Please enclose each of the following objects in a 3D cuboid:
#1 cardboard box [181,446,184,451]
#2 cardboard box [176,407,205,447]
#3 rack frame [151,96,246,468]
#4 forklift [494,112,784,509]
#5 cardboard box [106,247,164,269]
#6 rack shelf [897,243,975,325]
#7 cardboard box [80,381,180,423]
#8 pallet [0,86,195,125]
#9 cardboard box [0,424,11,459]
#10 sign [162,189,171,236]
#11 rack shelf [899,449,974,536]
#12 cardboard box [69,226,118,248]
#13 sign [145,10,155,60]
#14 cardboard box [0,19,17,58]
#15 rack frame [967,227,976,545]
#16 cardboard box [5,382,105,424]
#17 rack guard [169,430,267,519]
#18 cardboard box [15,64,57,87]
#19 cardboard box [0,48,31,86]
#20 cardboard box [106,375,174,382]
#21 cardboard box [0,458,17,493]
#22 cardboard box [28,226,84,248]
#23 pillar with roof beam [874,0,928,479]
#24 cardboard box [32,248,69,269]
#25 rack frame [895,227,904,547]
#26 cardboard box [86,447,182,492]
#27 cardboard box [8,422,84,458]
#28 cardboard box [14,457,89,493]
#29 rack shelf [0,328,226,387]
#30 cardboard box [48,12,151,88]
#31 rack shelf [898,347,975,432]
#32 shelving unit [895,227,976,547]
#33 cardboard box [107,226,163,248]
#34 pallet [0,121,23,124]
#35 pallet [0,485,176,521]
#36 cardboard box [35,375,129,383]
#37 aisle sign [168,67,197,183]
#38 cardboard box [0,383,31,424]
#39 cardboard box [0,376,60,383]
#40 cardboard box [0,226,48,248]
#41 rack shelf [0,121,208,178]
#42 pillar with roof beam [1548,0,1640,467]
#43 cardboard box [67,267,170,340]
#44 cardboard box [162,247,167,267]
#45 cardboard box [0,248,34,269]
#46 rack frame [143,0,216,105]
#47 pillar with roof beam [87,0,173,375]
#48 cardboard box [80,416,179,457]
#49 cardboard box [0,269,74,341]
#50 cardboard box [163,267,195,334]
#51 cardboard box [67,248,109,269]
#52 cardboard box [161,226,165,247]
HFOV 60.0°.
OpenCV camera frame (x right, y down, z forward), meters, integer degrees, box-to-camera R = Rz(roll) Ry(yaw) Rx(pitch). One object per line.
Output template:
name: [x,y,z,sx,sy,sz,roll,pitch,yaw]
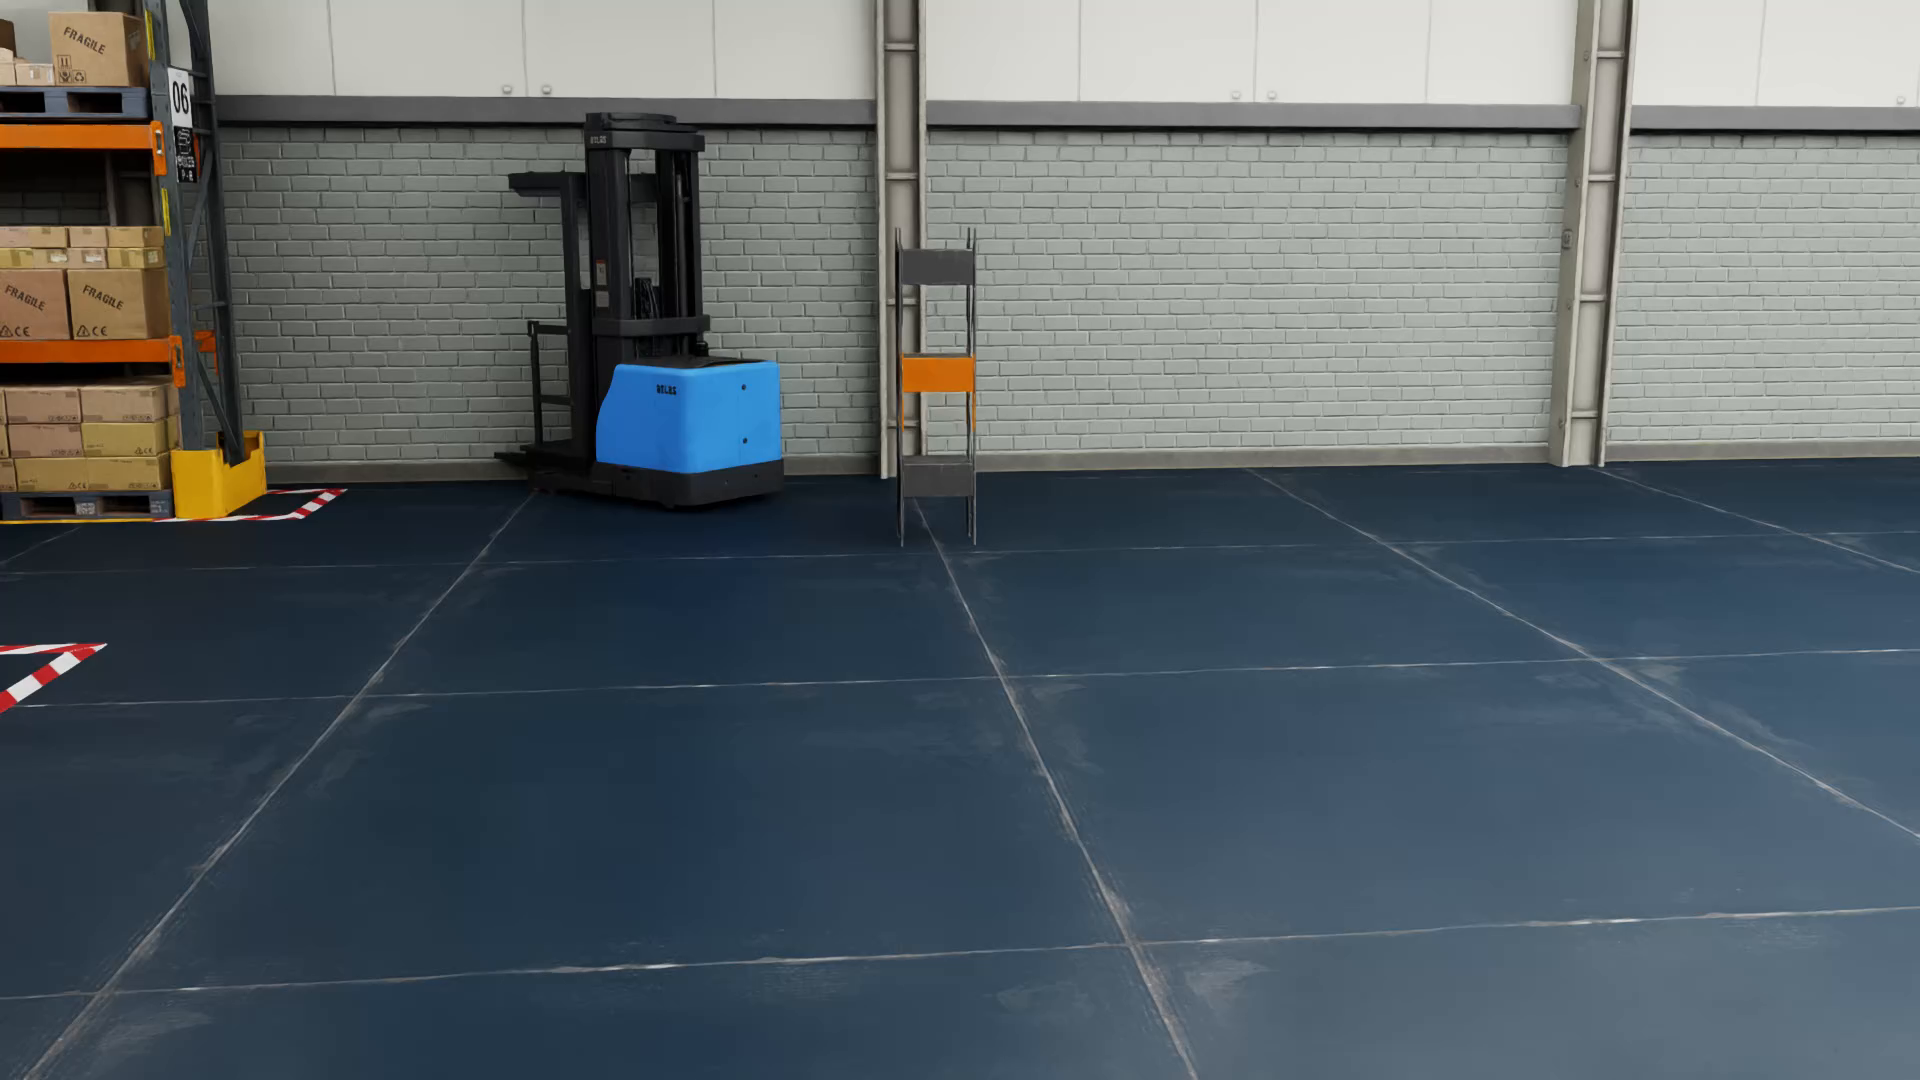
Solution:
cardboard box: [-6.172,-0.623,12.801,0.500,0.250,0.500,-1,11,-6]
cardboard box: [-6.153,-0.871,12.767,0.500,0.250,0.500,-1,11,-5]
rack frame: [-5.663,-1.739,12.438,0.127,3.000,1.000,-1,11,-6]
forklift: [-2.847,-1.873,13.296,3.031,2.935,1.130,9,14,38]
cardboard box: [-5.977,-2.045,12.055,0.250,0.149,0.380,-1,11,-5]
rack shelf: [-0.165,-1.700,11.016,0.480,0.518,0.431,-1,11,-6]
cardboard box: [-6.087,-1.017,12.213,0.500,0.250,0.500,-1,11,-4]
pallet: [-6.368,-3.158,12.107,1.213,0.211,1.003,-1,11,-6]
cardboard box: [-7.124,-0.748,12.140,0.500,0.250,0.500,-1,11,-7]
sign: [-5.618,-2.319,11.772,0.005,0.325,0.100,-1,11,-6]
rack shelf: [-0.165,-0.327,11.286,0.480,0.518,0.431,-1,11,-6]
cardboard box: [-6.238,-2.193,12.037,0.250,0.149,0.380,-1,11,-6]
sign: [-5.618,-3.502,11.540,0.005,0.325,0.100,-1,11,-6]
cardboard box: [-7.106,-3.457,11.793,0.500,0.500,0.700,-1,11,-6]
rack frame: [0.078,-1.032,11.174,0.015,2.100,0.400,-1,11,-6]
cardboard box: [-6.594,-1.005,12.153,0.500,0.250,0.500,-1,11,-5]
rack guard: [-5.639,-0.513,12.681,0.348,0.500,1.175,-1,11,-6]
cardboard box: [-6.454,-3.267,11.738,0.250,0.149,0.380,-2,11,-8]
cardboard box: [-6.706,-3.319,11.700,0.258,0.266,0.396,-1,11,-6]
cardboard box: [-6.161,-1.113,12.700,0.500,0.250,0.500,-1,11,-7]
cardboard box: [-7.089,-0.508,12.217,0.500,0.250,0.500,-1,11,-5]
cardboard box: [-6.495,-2.183,11.983,0.250,0.149,0.380,-1,11,-5]
pillar with roof beam: [-0.022,-4.140,9.101,0.400,9.000,9.100,-1,11,-6]
cardboard box: [-6.493,-2.041,12.032,0.250,0.149,0.380,-1,11,-5]
rack frame: [-0.407,-1.022,11.122,0.015,2.100,0.400,-1,11,-6]
cardboard box: [-6.096,-0.526,12.304,0.500,0.250,0.500,-1,11,-6]
cardboard box: [-6.613,-0.763,12.215,0.500,0.250,0.500,-1,11,-7]
cardboard box: [-6.591,-0.517,12.261,0.500,0.250,0.500,-1,11,-6]
rack shelf: [-7.651,-1.344,12.295,4.000,0.370,1.077,-1,11,-6]
cardboard box: [-6.076,-3.459,11.804,0.500,0.500,0.500,-1,11,-4]
rack shelf: [-0.165,-1.013,11.151,0.480,0.518,0.431,-1,11,-6]
shelving unit: [-0.165,-1.027,11.148,0.503,2.100,0.431,-1,11,-6]
cardboard box: [-5.996,-2.204,12.093,0.250,0.149,0.380,-1,11,-6]
pallet: [-7.584,-3.132,11.975,1.213,0.211,1.003,-1,11,-6]
pallet: [-6.418,-0.347,12.585,1.213,0.211,1.003,-1,11,-6]
cardboard box: [-6.657,-1.102,12.643,0.500,0.250,0.500,-1,11,-6]
aisle sign: [-5.566,-2.960,11.907,0.004,0.787,0.394,-1,11,-6]
cardboard box: [-7.094,-0.993,12.090,0.500,0.250,0.500,-1,11,-5]
cardboard box: [-7.156,-1.093,12.601,0.500,0.250,0.500,-1,11,-6]
cardboard box: [-6.751,-2.192,12.029,0.250,0.149,0.380,-1,11,-6]
rack shelf: [-7.651,-2.816,12.006,4.000,0.370,1.077,-1,11,-6]
pillar with roof beam: [5.942,-4.265,9.737,0.400,9.000,9.100,-1,11,-6]
cardboard box: [-6.124,-1.727,12.120,0.500,0.500,0.500,-1,11,-7]
cardboard box: [-6.028,-2.149,12.583,0.250,0.149,0.380,-1,11,-8]
cardboard box: [-6.740,-2.038,12.016,0.250,0.149,0.380,-1,11,-6]
rack frame: [-5.663,-4.683,11.859,0.127,3.000,1.000,-1,11,-6]
pillar with roof beam: [-5.987,-4.015,8.465,0.400,9.000,9.100,-1,11,-6]
cardboard box: [-6.113,-0.771,12.258,0.500,0.250,0.500,-1,11,-7]
cardboard box: [-6.640,-1.718,12.074,0.500,0.500,0.500,-1,11,-4]
cardboard box: [-6.185,-1.831,12.646,0.500,0.500,0.500,-1,11,-4]
cardboard box: [-6.228,-2.034,11.999,0.250,0.149,0.380,-1,11,-5]
cardboard box: [-6.020,-2.286,12.510,0.250,0.149,0.380,-1,11,-7]
